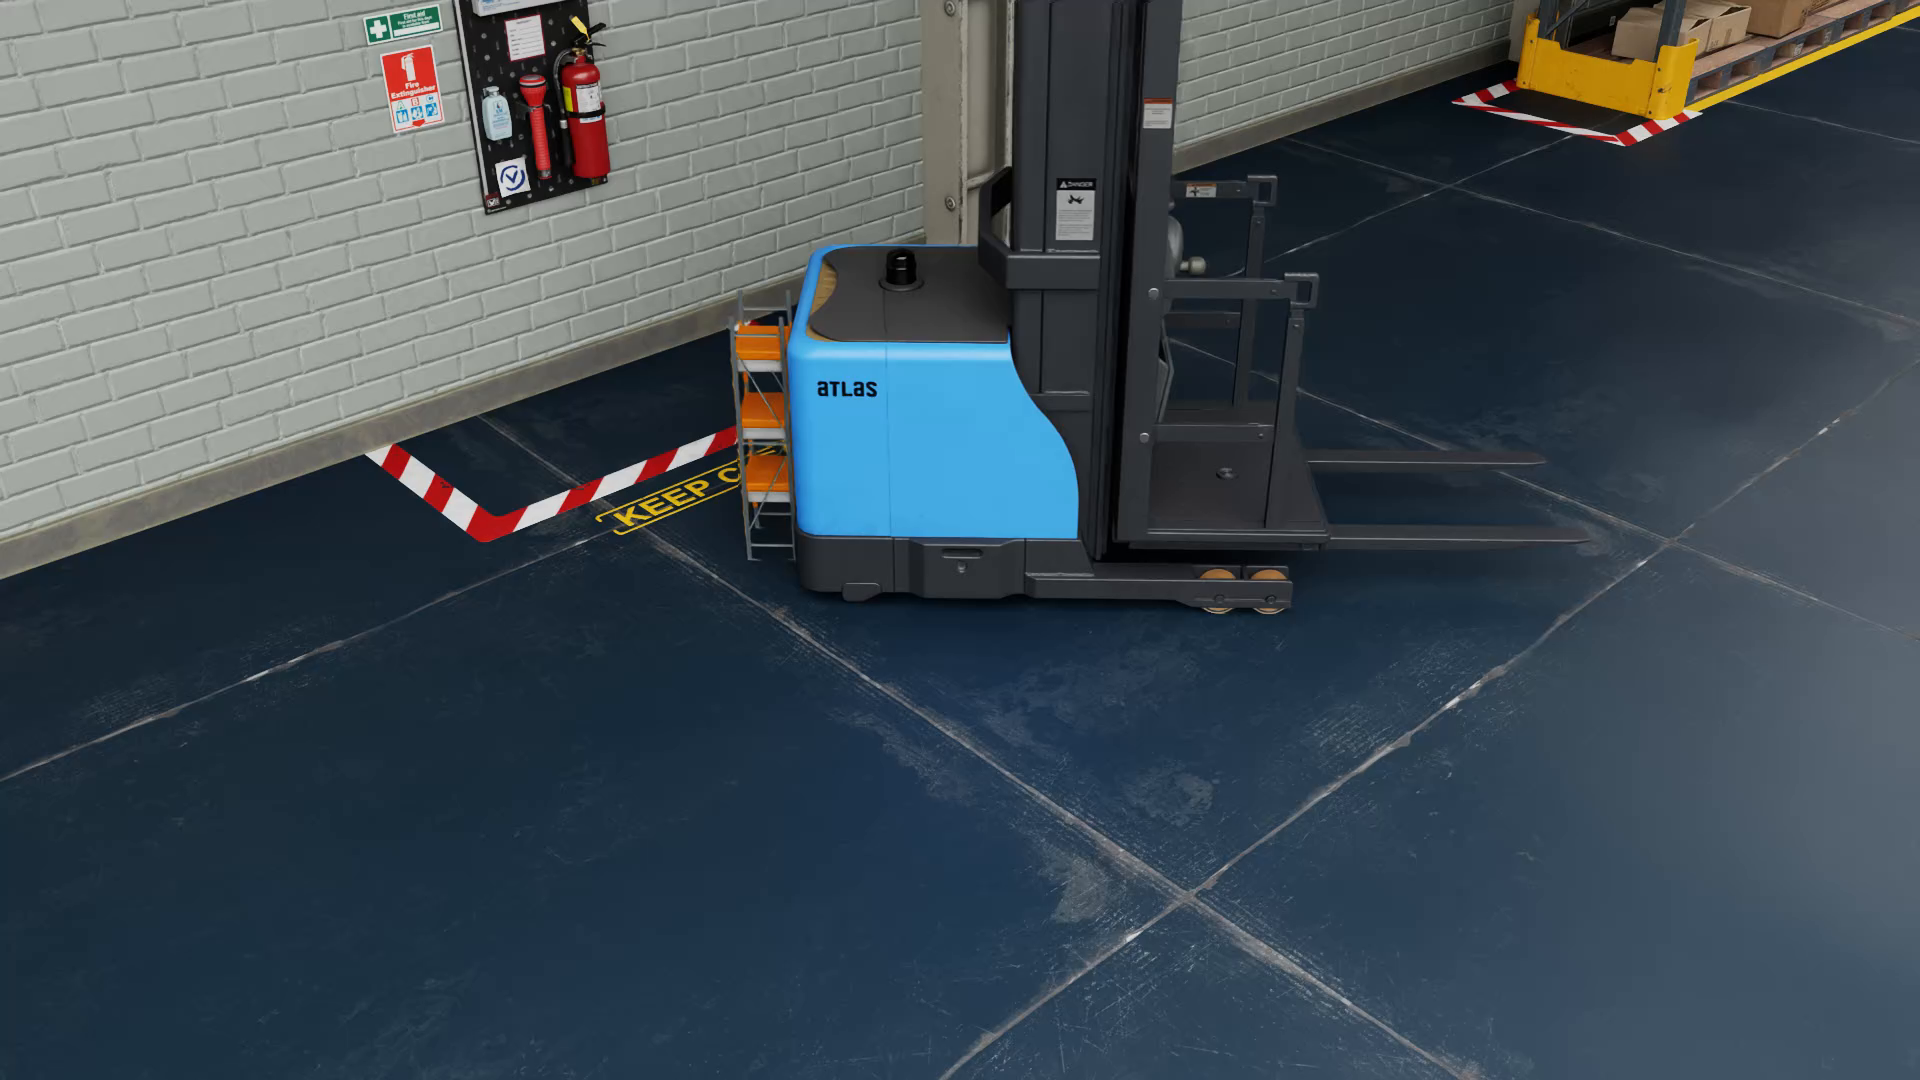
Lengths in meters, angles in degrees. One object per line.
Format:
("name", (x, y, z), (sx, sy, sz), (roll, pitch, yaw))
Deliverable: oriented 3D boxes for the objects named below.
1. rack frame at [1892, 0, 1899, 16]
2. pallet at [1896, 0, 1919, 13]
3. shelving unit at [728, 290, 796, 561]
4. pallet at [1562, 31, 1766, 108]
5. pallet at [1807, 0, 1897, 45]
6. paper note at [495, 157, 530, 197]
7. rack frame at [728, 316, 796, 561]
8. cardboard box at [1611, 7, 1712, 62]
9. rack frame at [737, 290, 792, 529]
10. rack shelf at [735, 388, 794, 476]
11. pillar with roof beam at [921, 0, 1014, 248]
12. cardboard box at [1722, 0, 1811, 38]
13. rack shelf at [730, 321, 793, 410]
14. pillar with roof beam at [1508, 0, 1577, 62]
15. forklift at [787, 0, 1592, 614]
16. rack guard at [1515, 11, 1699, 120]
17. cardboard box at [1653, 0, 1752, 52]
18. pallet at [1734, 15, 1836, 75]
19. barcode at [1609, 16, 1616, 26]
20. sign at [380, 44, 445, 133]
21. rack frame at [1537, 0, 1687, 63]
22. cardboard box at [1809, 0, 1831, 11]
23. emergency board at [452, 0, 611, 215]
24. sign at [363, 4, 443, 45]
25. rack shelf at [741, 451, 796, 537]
("rack frame", (7.450, -5.844, 13.431), (0.127, 3.000, 1.000), (-26, 40, -35))
("pallet", (8.020, -4.931, 14.611), (1.213, 0.211, 1.003), (-26, 40, -35))
("shelving unit", (-0.742, -0.430, 6.446), (0.215, 1.050, 0.252), (1, 31, 1))
("pallet", (5.193, -3.537, 12.331), (1.213, 0.211, 1.003), (-26, 40, -35))
("pallet", (6.982, -4.402, 13.747), (1.213, 0.211, 1.003), (-26, 40, -35))
("paper note", (-1.972, -1.602, 7.338), (0.142, 0.148, 0.016), (-26, 40, -35))
("rack frame", (-0.745, -0.366, 6.342), (0.200, 1.050, 0.008), (1, 31, 1))
("cardboard box", (5.086, -3.676, 12.042), (0.500, 0.311, 0.500), (24, 39, 34))
("rack frame", (-0.740, -0.493, 6.550), (0.200, 1.050, 0.008), (1, 31, 1))
("rack shelf", (-0.742, -0.421, 6.452), (0.215, 0.259, 0.240), (1, 31, 1))
("pillar with roof beam", (2.970, -3.788, 4.319), (0.400, 9.000, 9.100), (-26, 40, -35))
("cardboard box", (6.076, -4.200, 12.718), (0.700, 0.500, 0.500), (26, 40, 36))
("rack shelf", (-0.742, -0.663, 6.304), (0.215, 0.259, 0.240), (1, 31, 1))
("pillar with roof beam", (7.369, -5.917, 7.800), (0.400, 9.000, 9.100), (-26, 40, -35))
("forklift", (0.897, -1.252, 5.987), (3.031, 2.935, 1.130), (1, 31, 1))
("rack guard", (4.573, -3.385, 11.807), (0.348, 0.500, 1.175), (-26, 40, -35))
("cardboard box", (5.504, -3.879, 12.373), (0.500, 0.311, 0.500), (-22, 38, -32))
("pallet", (6.087, -3.967, 13.036), (1.213, 0.211, 1.003), (-26, 40, -35))
("barcode", (4.827, -3.840, 12.301), (0.075, 0.075, 0.001), (-26, 40, -35))
("sign", (-2.271, -1.872, 6.902), (0.234, 0.329, 0.001), (-26, 40, -35))
("rack frame", (4.517, -4.425, 11.111), (0.127, 3.000, 1.000), (-26, 40, -35))
("cardboard box", (6.716, -4.581, 13.341), (0.500, 0.500, 0.500), (26, 40, 35))
("emergency board", (-1.795, -2.014, 7.168), (0.643, 1.169, 0.194), (-26, 40, -35))
("sign", (-2.262, -2.097, 6.761), (0.331, 0.109, 0.001), (-26, 40, -35))
("rack shelf", (-0.742, -0.184, 6.597), (0.215, 0.259, 0.240), (1, 31, 1))
